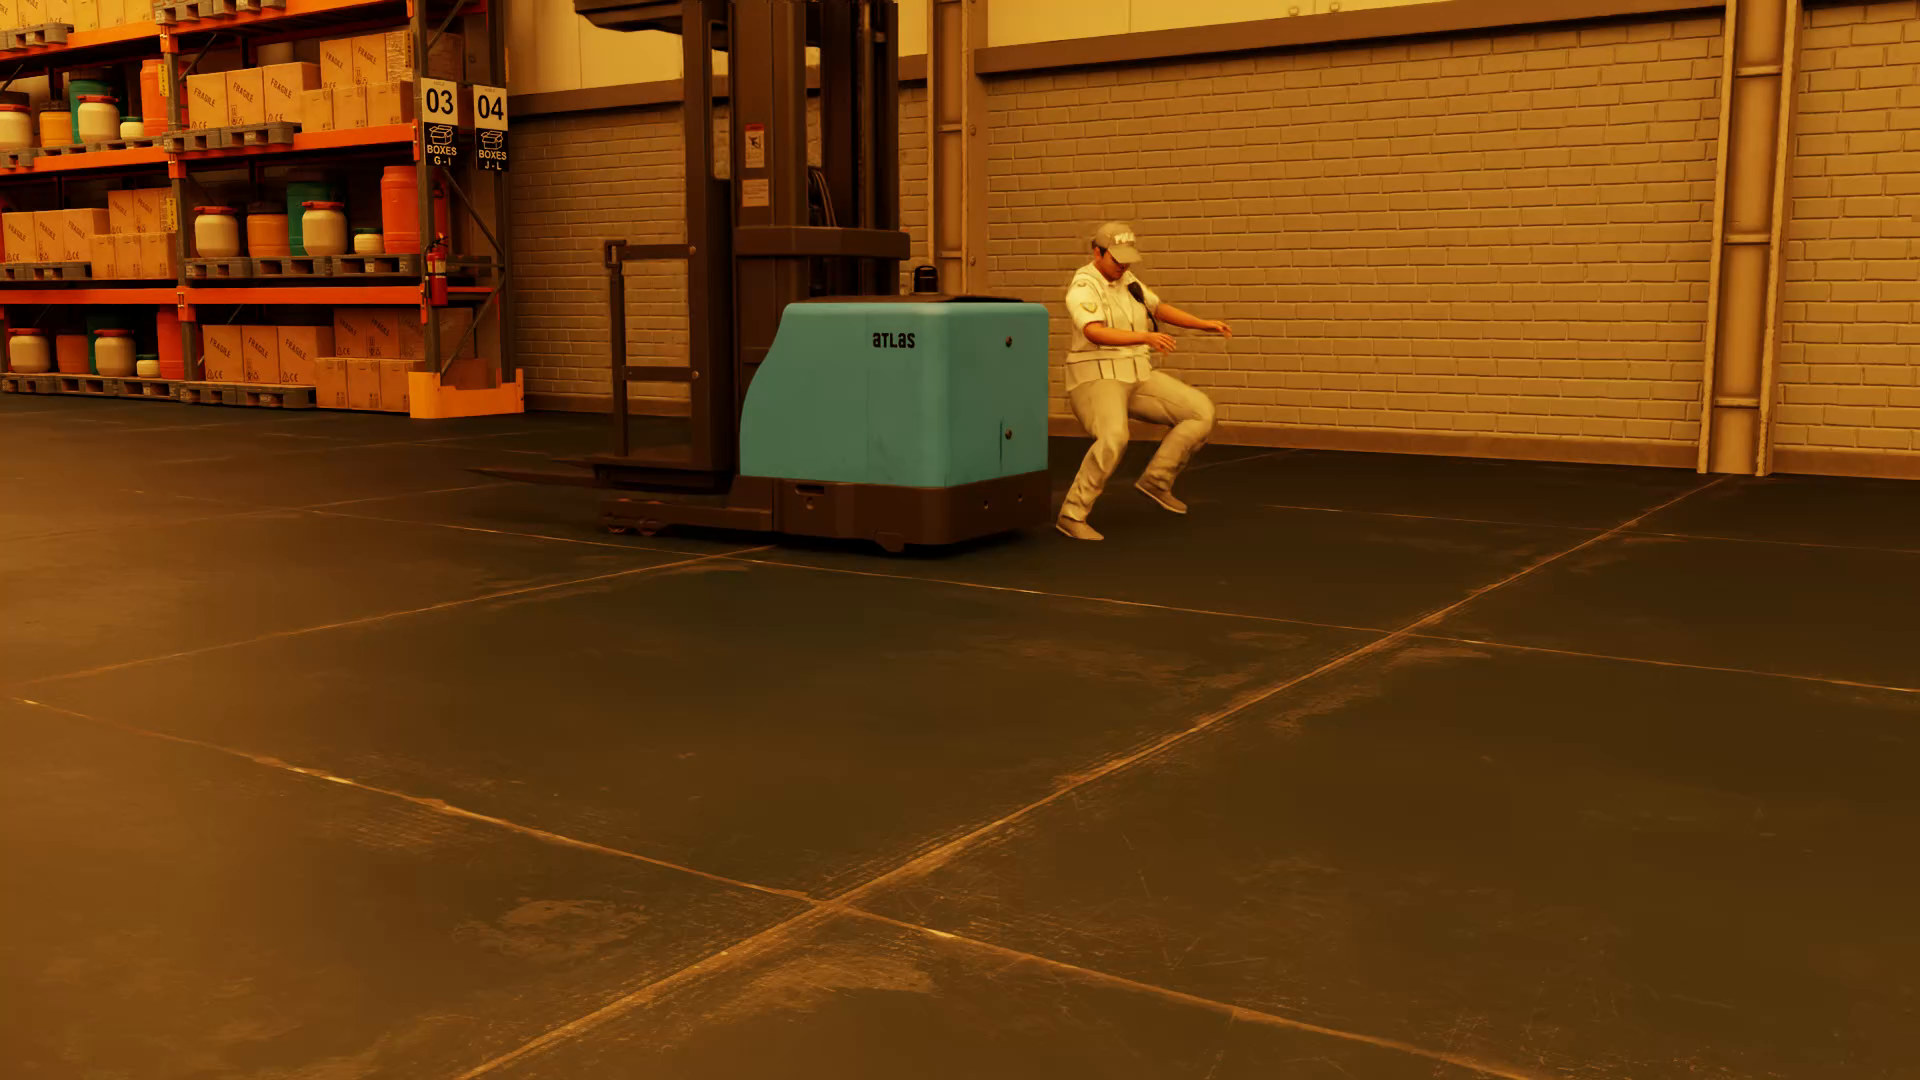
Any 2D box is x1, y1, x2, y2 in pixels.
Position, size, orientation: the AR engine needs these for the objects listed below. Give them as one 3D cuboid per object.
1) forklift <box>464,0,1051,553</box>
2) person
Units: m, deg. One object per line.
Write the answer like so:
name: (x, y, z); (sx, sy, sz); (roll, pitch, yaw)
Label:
forklift: (-1.102, -1.527, 7.928); (3.031, 2.935, 1.130); (5, 9, 31)
person: (0.845, -0.753, 7.877); (0.897, 1.487, 0.743); (-7, 11, -42)
